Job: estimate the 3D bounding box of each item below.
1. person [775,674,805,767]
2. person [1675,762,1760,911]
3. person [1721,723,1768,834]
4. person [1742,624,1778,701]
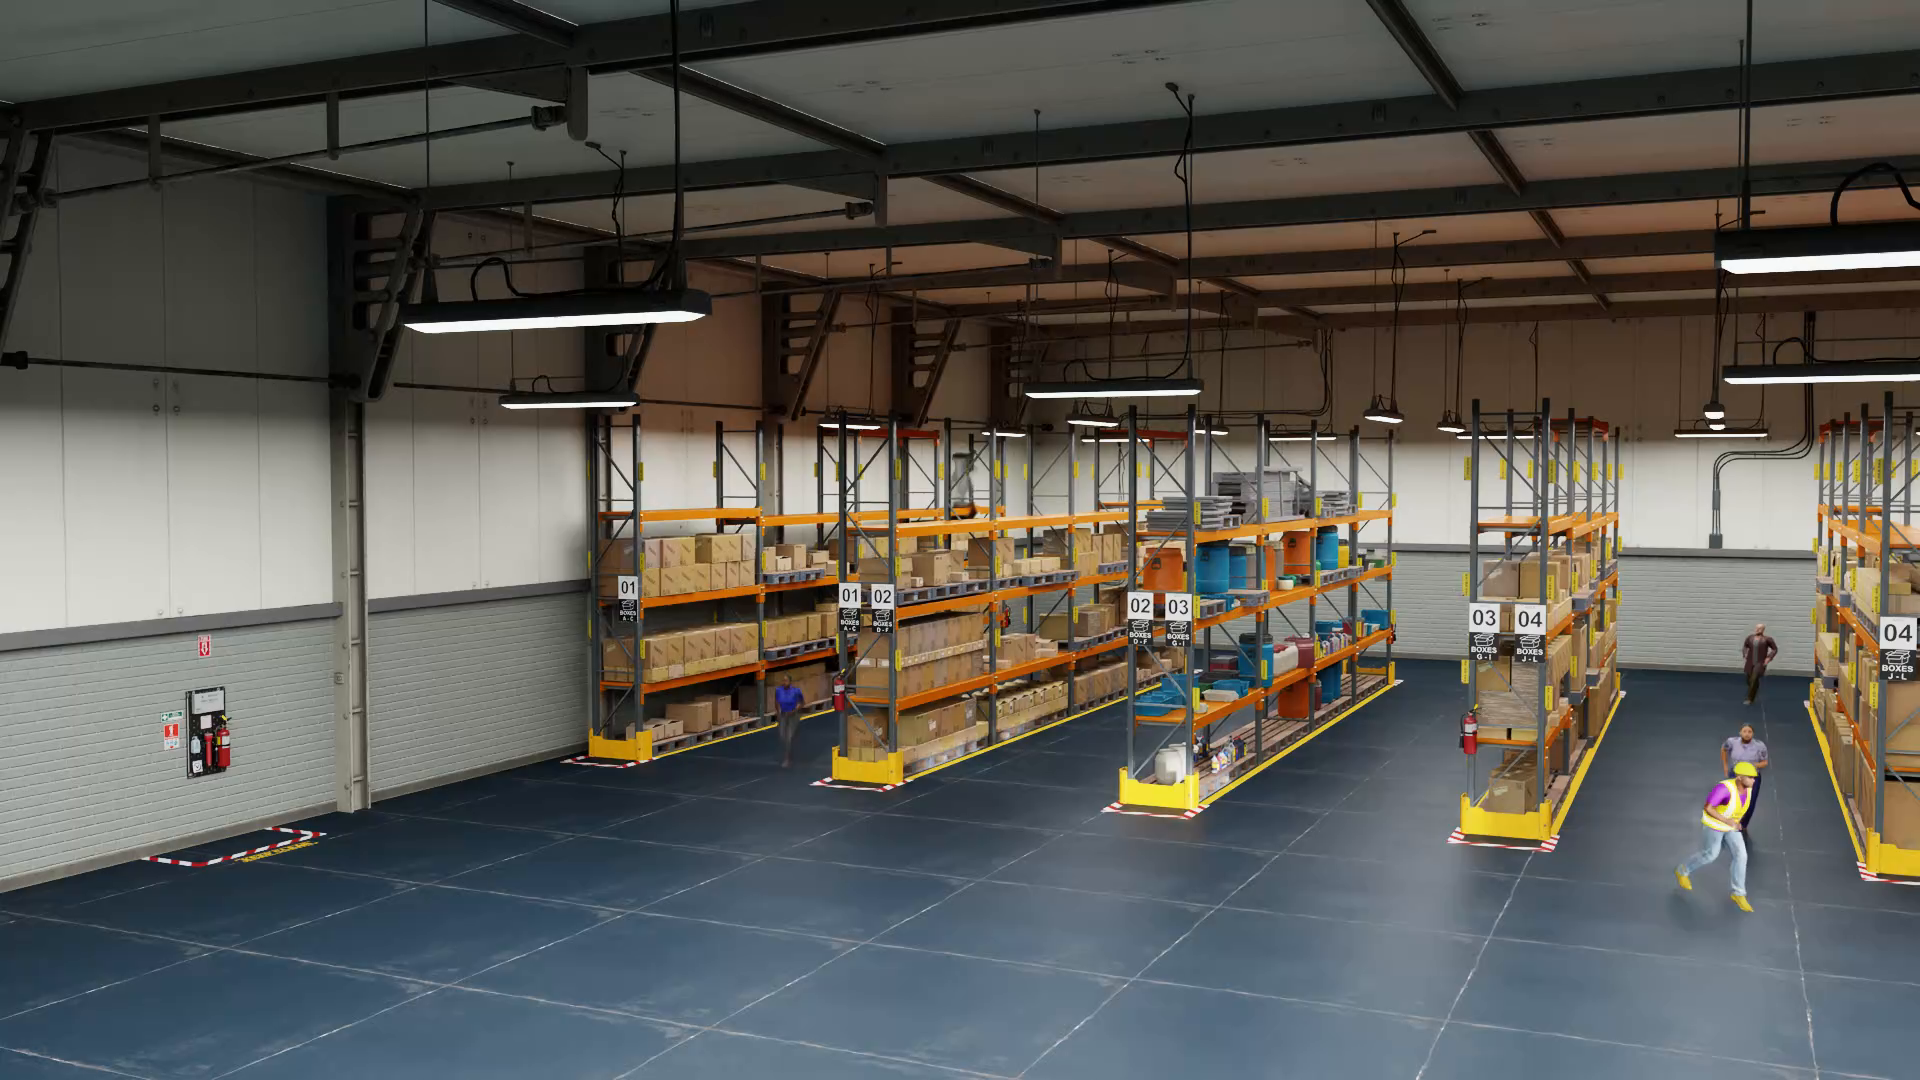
[{"bbox_3d":[-2.902,3.057,28.242,0.561,1.583,0.602,0,2,7],"label":"person"},{"bbox_3d":[8.822,3.382,19.347,0.744,1.715,1.024,-1,3,-31],"label":"person"},{"bbox_3d":[10.668,3.262,22.620,0.558,1.546,0.746,1,2,19],"label":"person"},{"bbox_3d":[17.231,2.632,35.841,0.679,1.674,0.733,-2,3,-44],"label":"person"}]
